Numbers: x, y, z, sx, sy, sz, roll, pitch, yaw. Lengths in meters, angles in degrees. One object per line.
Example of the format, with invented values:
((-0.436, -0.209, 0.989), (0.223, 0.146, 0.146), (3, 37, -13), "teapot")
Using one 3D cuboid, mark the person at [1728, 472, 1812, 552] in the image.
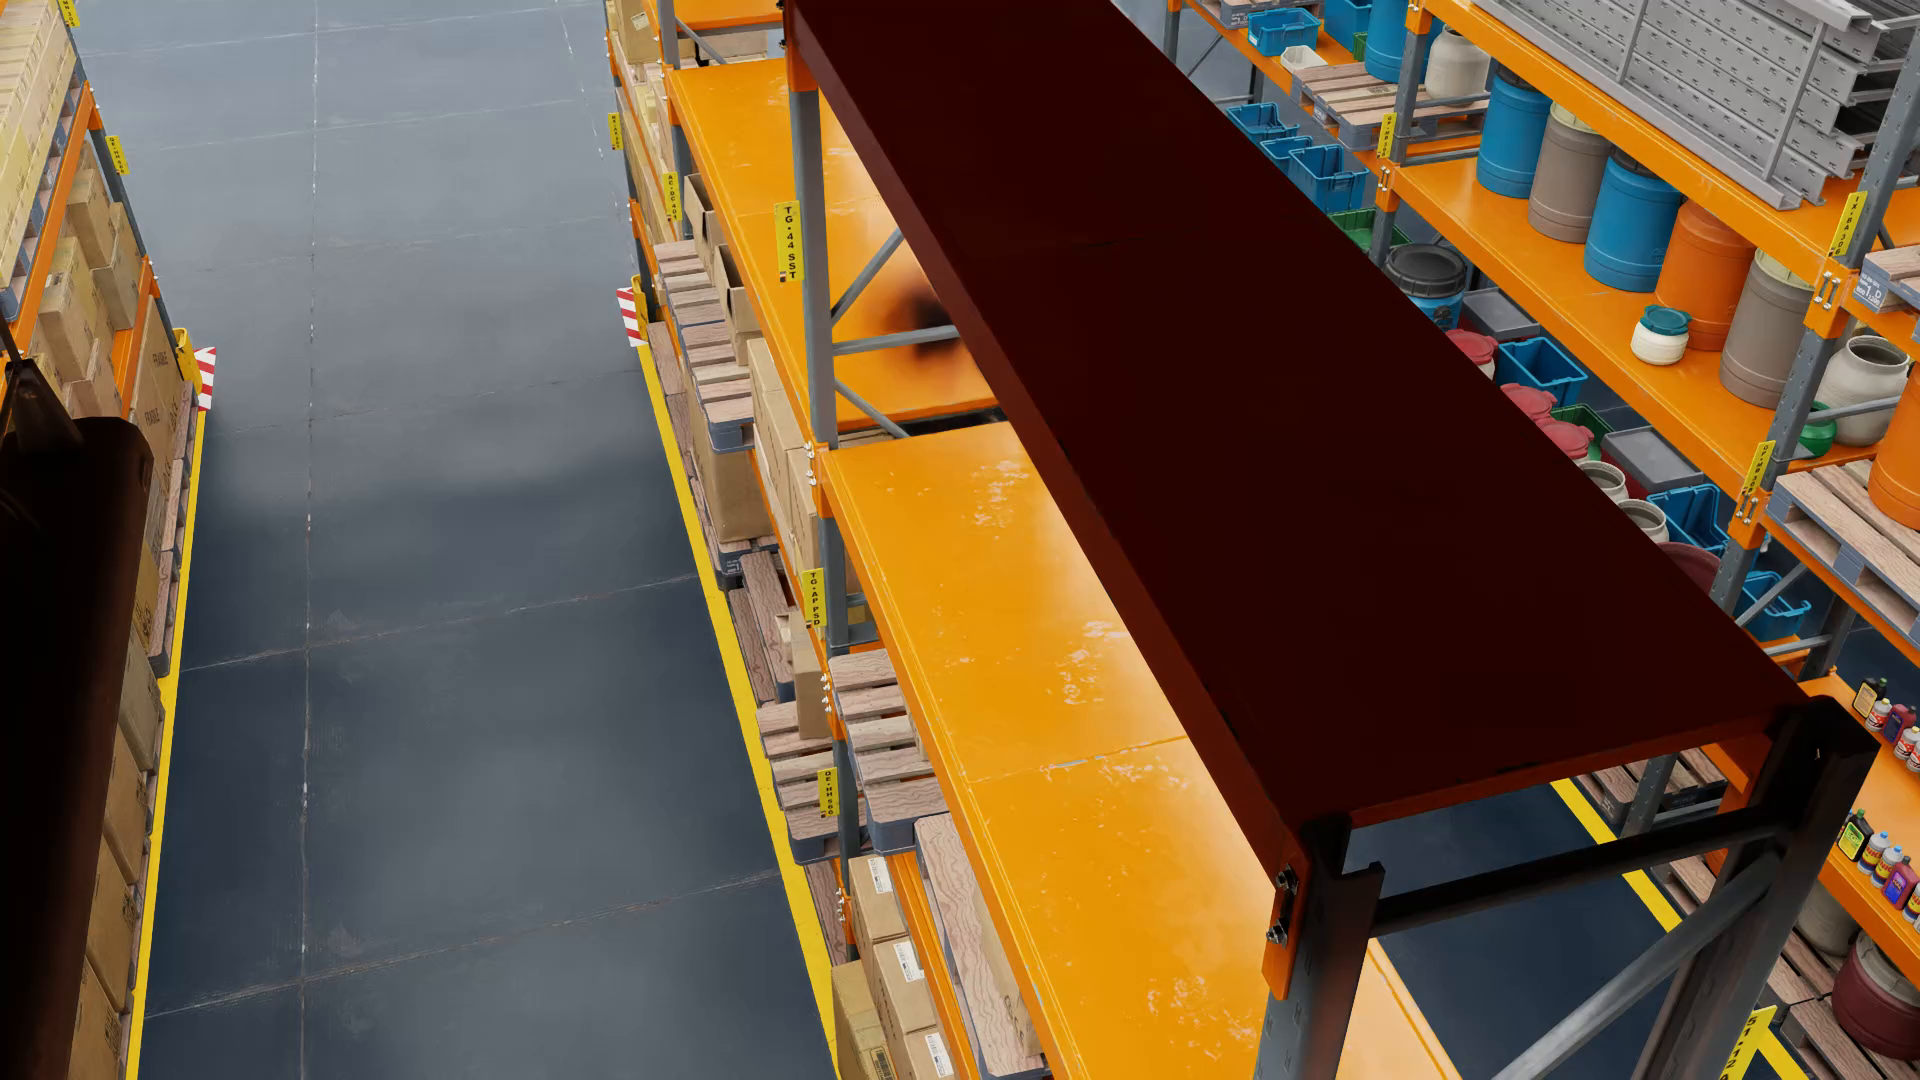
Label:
((6.160, -0.572, 12.131), (0.718, 1.746, 0.801), (-18, 42, -22), "person")
